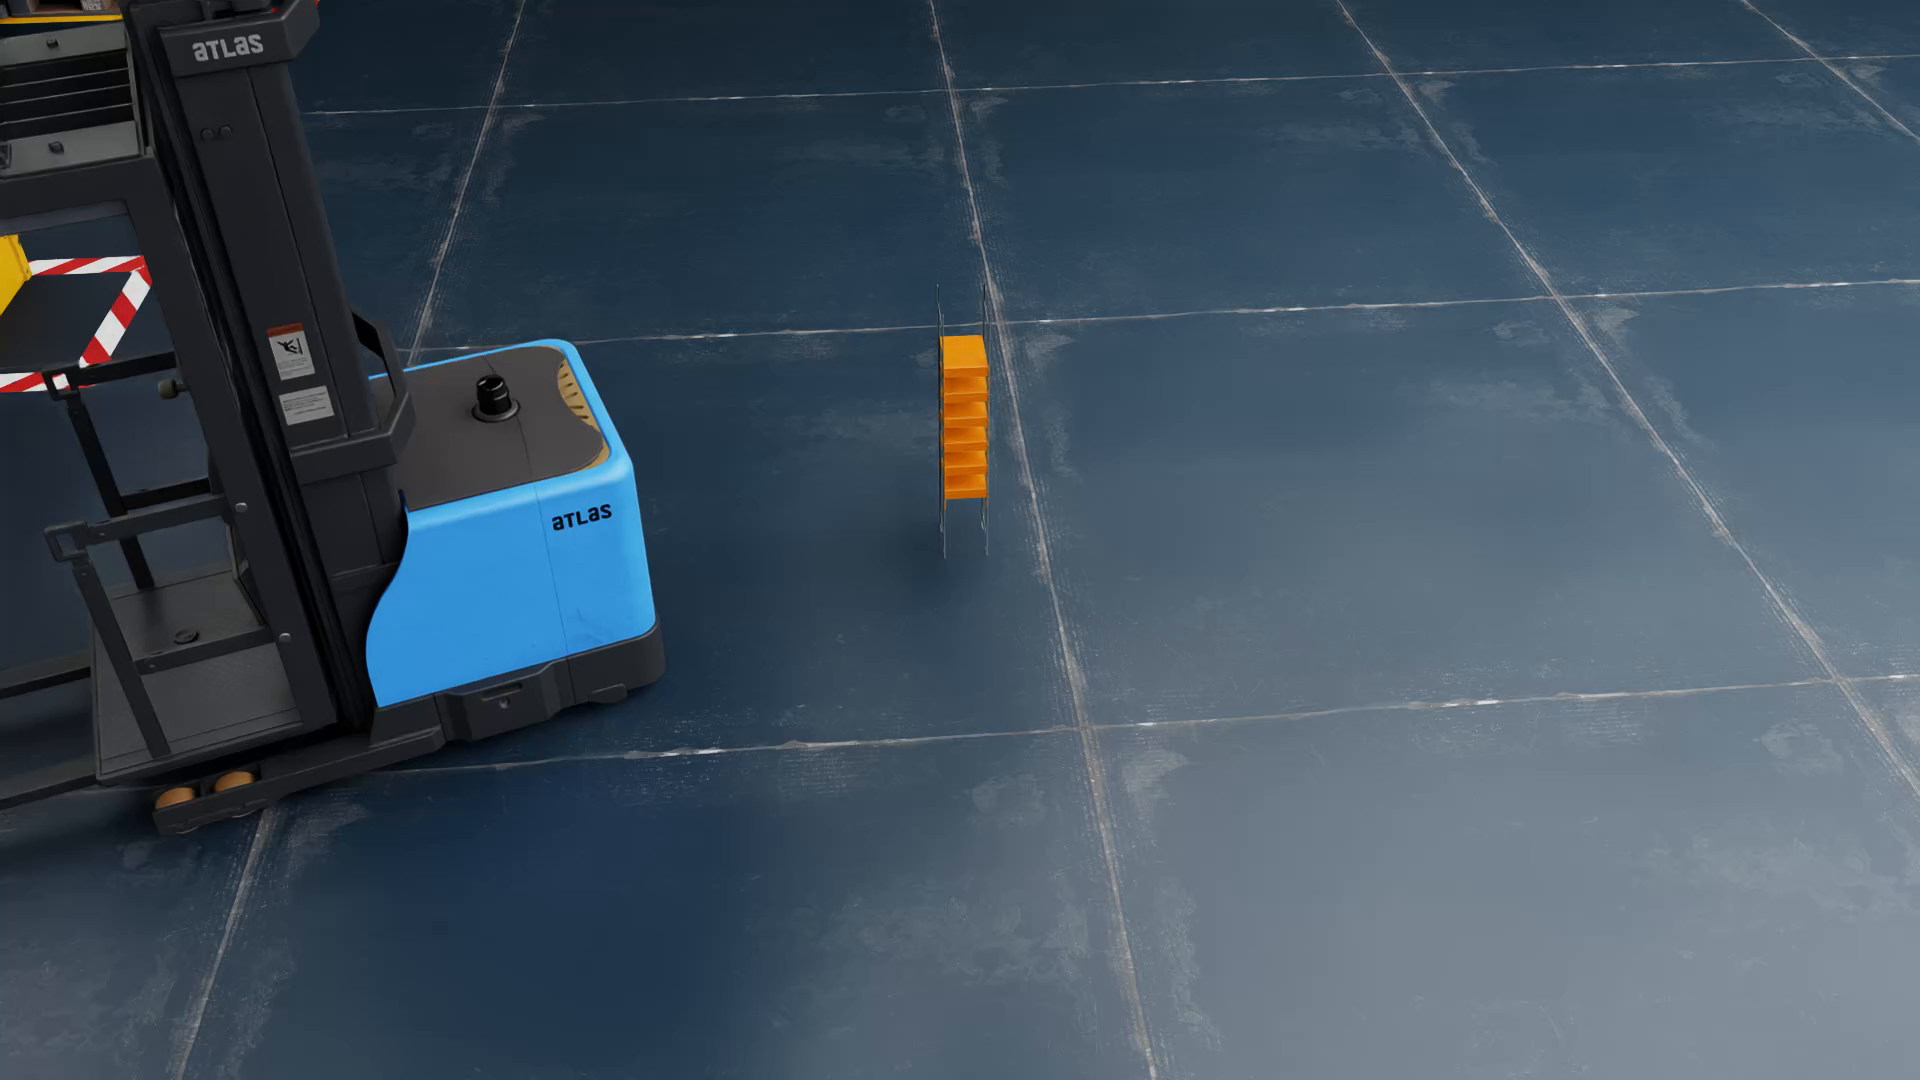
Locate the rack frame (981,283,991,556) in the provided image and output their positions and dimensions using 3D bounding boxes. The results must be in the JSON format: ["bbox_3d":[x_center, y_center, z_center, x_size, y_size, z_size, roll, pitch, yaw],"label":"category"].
[{"bbox_3d":[0.106,-0.477,6.886,0.006,1.200,0.240,-3,38,-4],"label":"rack frame"}]

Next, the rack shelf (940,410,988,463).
[{"bbox_3d":[0.014,-0.437,6.907,0.180,0.103,0.258,-3,38,-4],"label":"rack shelf"}]

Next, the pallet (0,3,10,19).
[{"bbox_3d":[-7.534,-4.132,12.317,1.213,0.211,1.003,-3,38,-4],"label":"pallet"}]

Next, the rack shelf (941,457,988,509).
[{"bbox_3d":[0.014,-0.249,7.056,0.180,0.103,0.258,-3,38,-4],"label":"rack shelf"}]

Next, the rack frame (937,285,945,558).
[{"bbox_3d":[-0.077,-0.467,6.873,0.006,1.200,0.240,-3,38,-4],"label":"rack frame"}]

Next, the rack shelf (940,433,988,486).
[{"bbox_3d":[0.014,-0.343,6.981,0.180,0.103,0.258,-3,38,-4],"label":"rack shelf"}]

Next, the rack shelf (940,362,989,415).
[{"bbox_3d":[0.014,-0.625,6.758,0.180,0.103,0.258,-3,38,-4],"label":"rack shelf"}]

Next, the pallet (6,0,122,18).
[{"bbox_3d":[-6.322,-4.197,12.399,1.213,0.211,1.003,-3,38,-4],"label":"pallet"}]

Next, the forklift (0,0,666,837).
[{"bbox_3d":[-2.713,-0.478,5.490,3.031,2.935,1.130,-15,41,-18],"label":"forklift"}]

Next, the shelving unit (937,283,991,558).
[{"bbox_3d":[0.014,-0.472,6.879,0.189,1.200,0.258,-3,38,-4],"label":"shelving unit"}]

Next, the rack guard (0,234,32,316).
[{"bbox_3d":[-5.196,-1.312,8.509,0.348,0.500,1.175,-3,38,-4],"label":"rack guard"}]

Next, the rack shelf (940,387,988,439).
[{"bbox_3d":[0.014,-0.531,6.833,0.180,0.103,0.258,-3,38,-4],"label":"rack shelf"}]

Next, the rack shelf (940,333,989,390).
[{"bbox_3d":[0.014,-0.720,6.684,0.180,0.103,0.258,-3,38,-4],"label":"rack shelf"}]
